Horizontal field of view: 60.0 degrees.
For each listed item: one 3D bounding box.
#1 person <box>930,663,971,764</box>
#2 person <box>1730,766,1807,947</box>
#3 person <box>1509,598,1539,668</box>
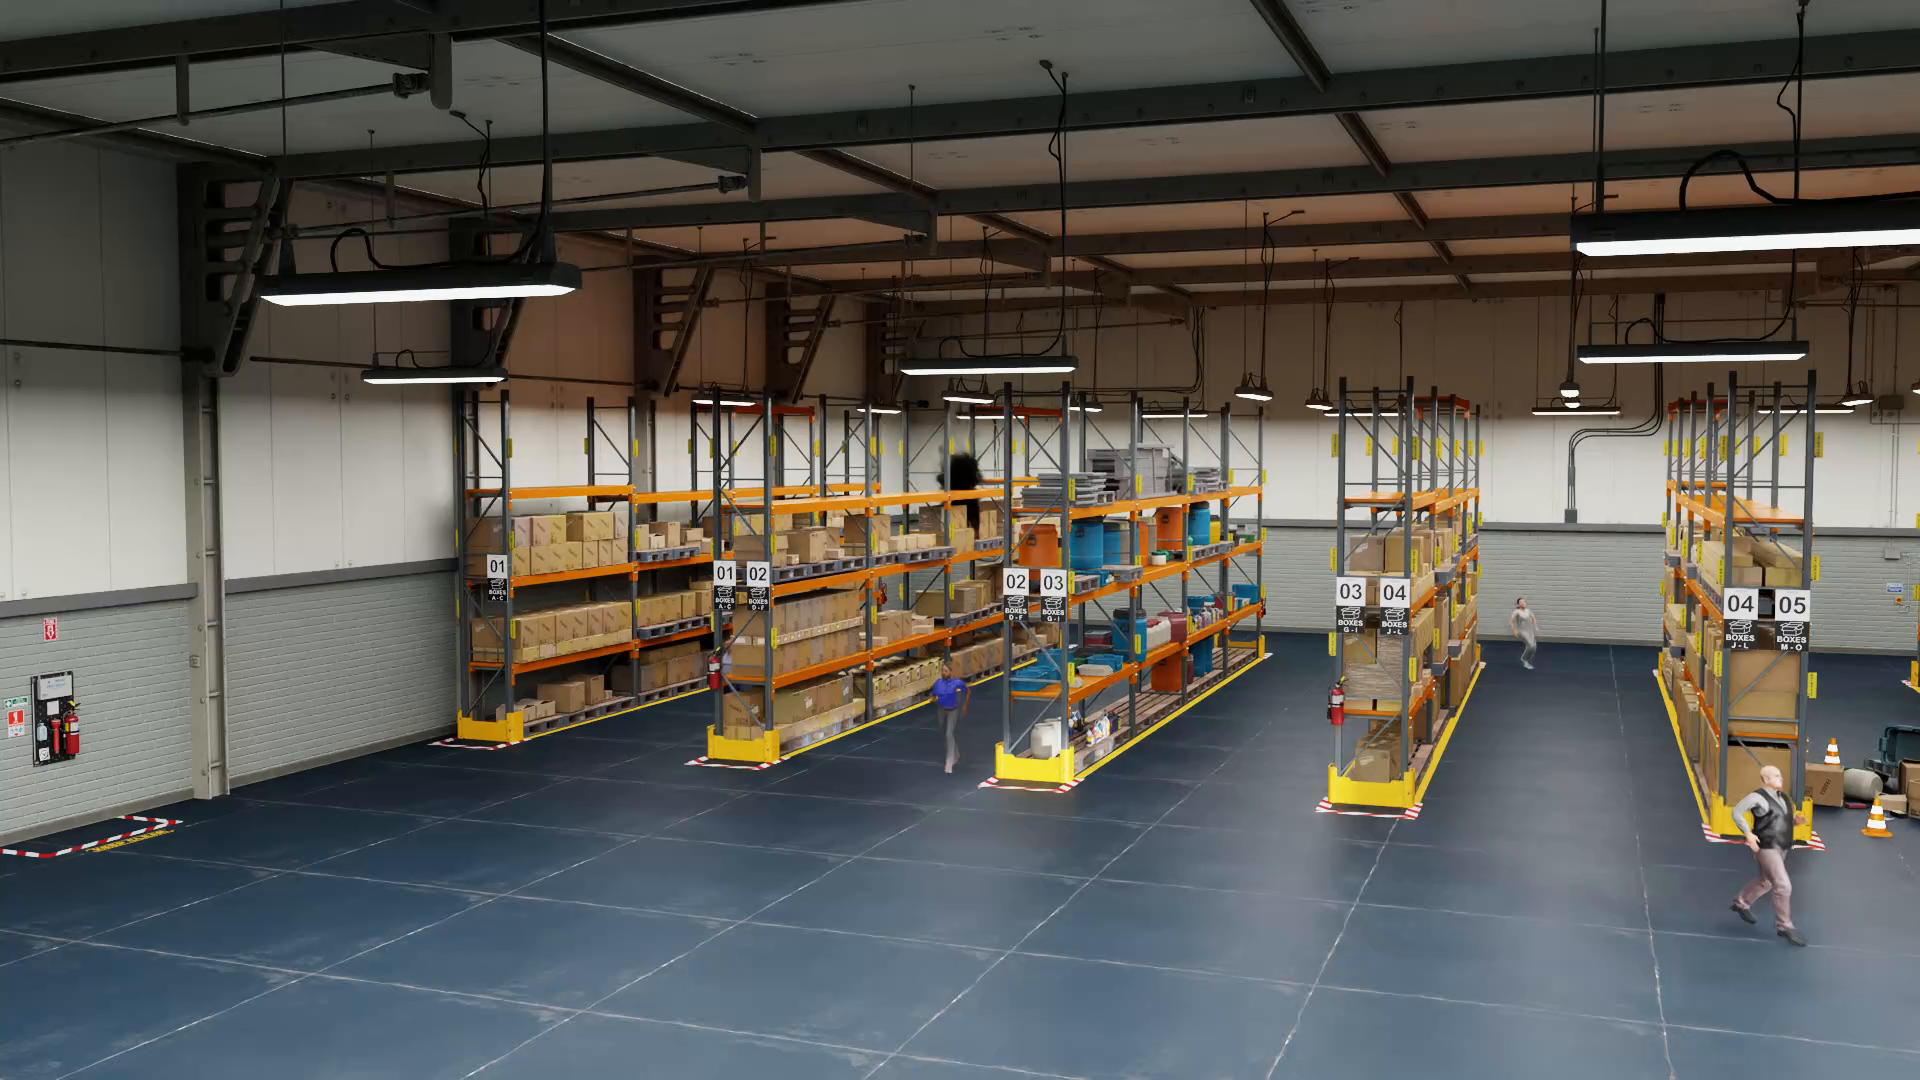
[{"bbox_3d":[-0.170,2.676,25.974,0.590,1.522,0.782,1,3,25],"label":"person"},{"bbox_3d":[8.260,3.187,17.006,0.522,1.753,0.877,-2,4,-36],"label":"person"},{"bbox_3d":[12.853,2.119,37.807,0.618,1.615,0.468,-1,3,-23],"label":"person"}]
